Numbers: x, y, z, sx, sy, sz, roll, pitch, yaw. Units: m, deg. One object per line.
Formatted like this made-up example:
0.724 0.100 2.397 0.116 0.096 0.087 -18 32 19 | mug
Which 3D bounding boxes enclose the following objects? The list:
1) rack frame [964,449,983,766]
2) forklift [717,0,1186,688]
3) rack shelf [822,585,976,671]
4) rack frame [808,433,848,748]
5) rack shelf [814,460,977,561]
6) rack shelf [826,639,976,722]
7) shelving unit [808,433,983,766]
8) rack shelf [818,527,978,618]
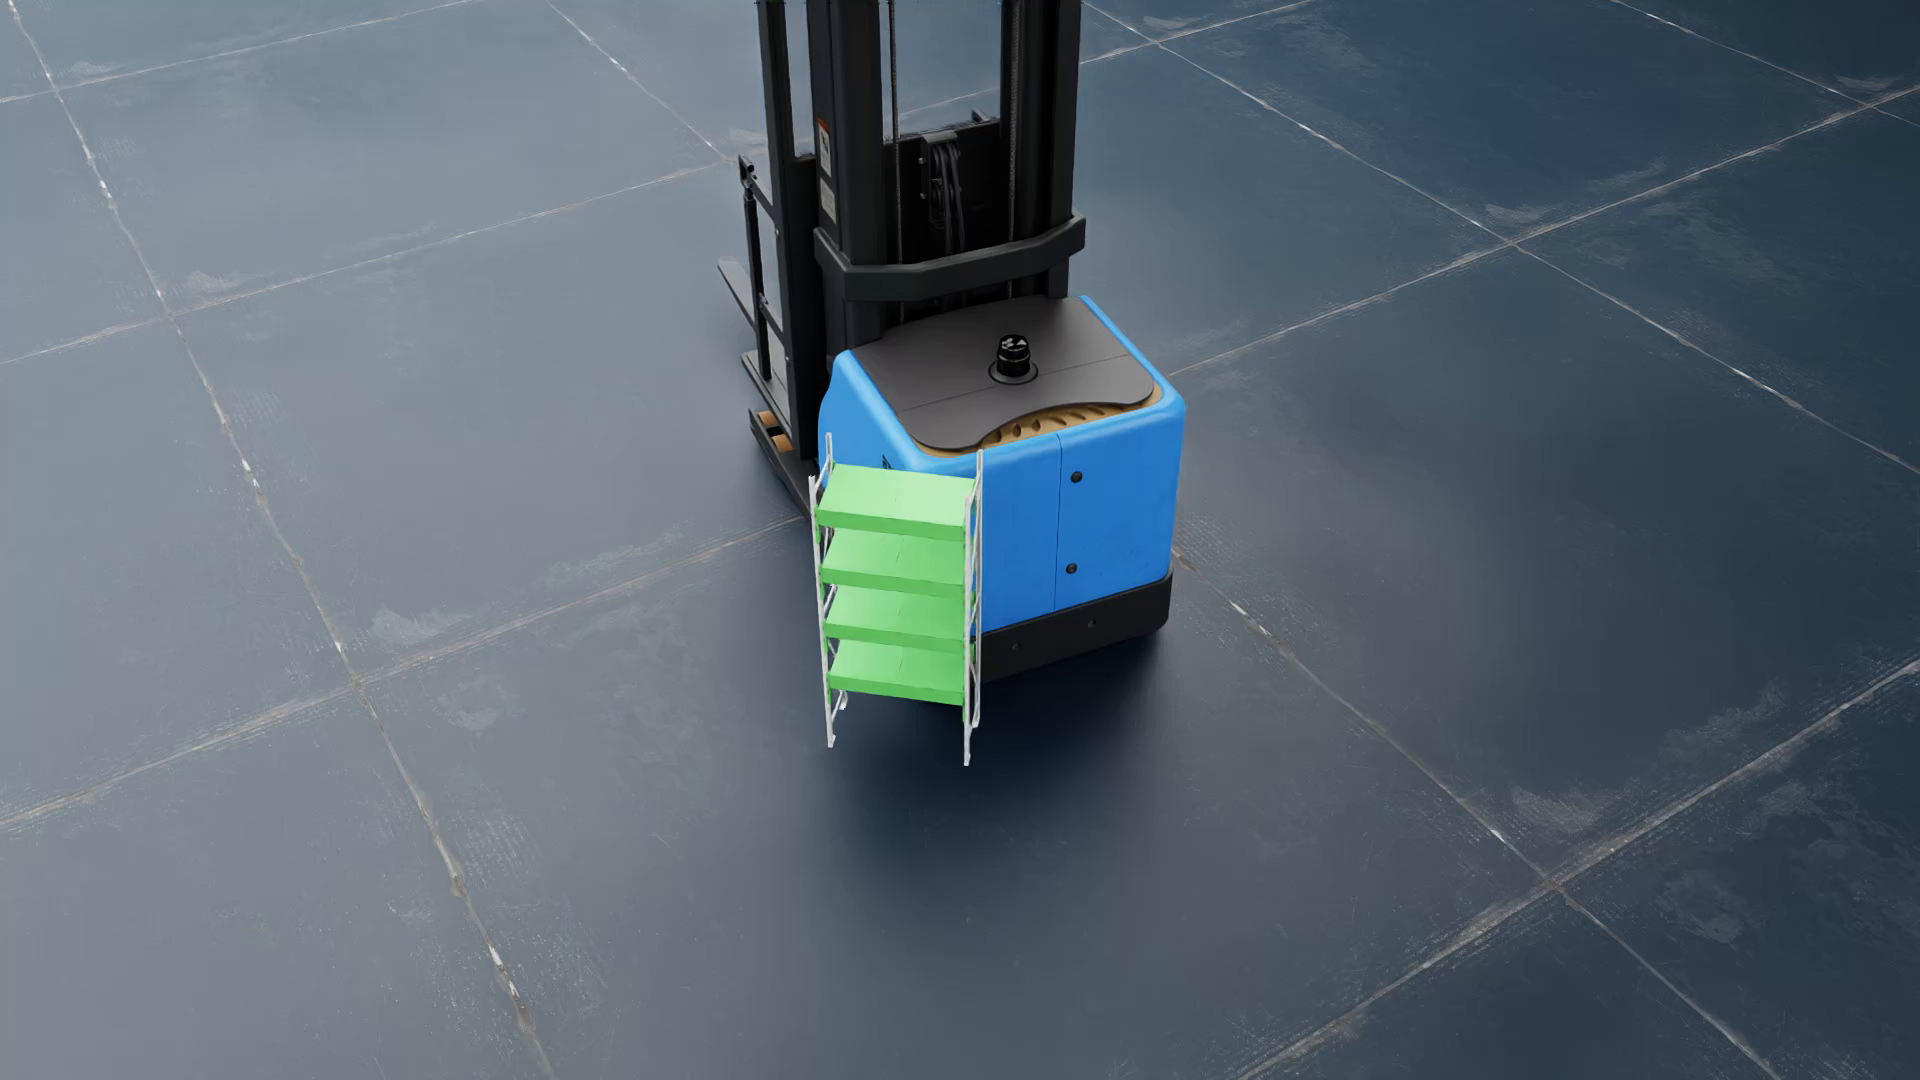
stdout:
0.043 0.253 5.510 0.015 1.200 0.240 7 40 8 | rack frame
-0.261 -1.511 6.274 1.130 2.935 3.031 -16 42 -18 | forklift
-0.197 0.273 5.585 0.480 0.148 0.258 7 40 8 | rack shelf
-0.437 0.196 5.578 0.015 1.200 0.240 7 40 8 | rack frame
-0.197 -0.095 5.277 0.480 0.148 0.258 7 40 8 | rack shelf
-0.197 0.458 5.738 0.480 0.148 0.258 7 40 8 | rack shelf
-0.197 0.224 5.544 0.503 1.200 0.258 7 40 8 | shelving unit
-0.197 0.089 5.431 0.480 0.148 0.258 7 40 8 | rack shelf
